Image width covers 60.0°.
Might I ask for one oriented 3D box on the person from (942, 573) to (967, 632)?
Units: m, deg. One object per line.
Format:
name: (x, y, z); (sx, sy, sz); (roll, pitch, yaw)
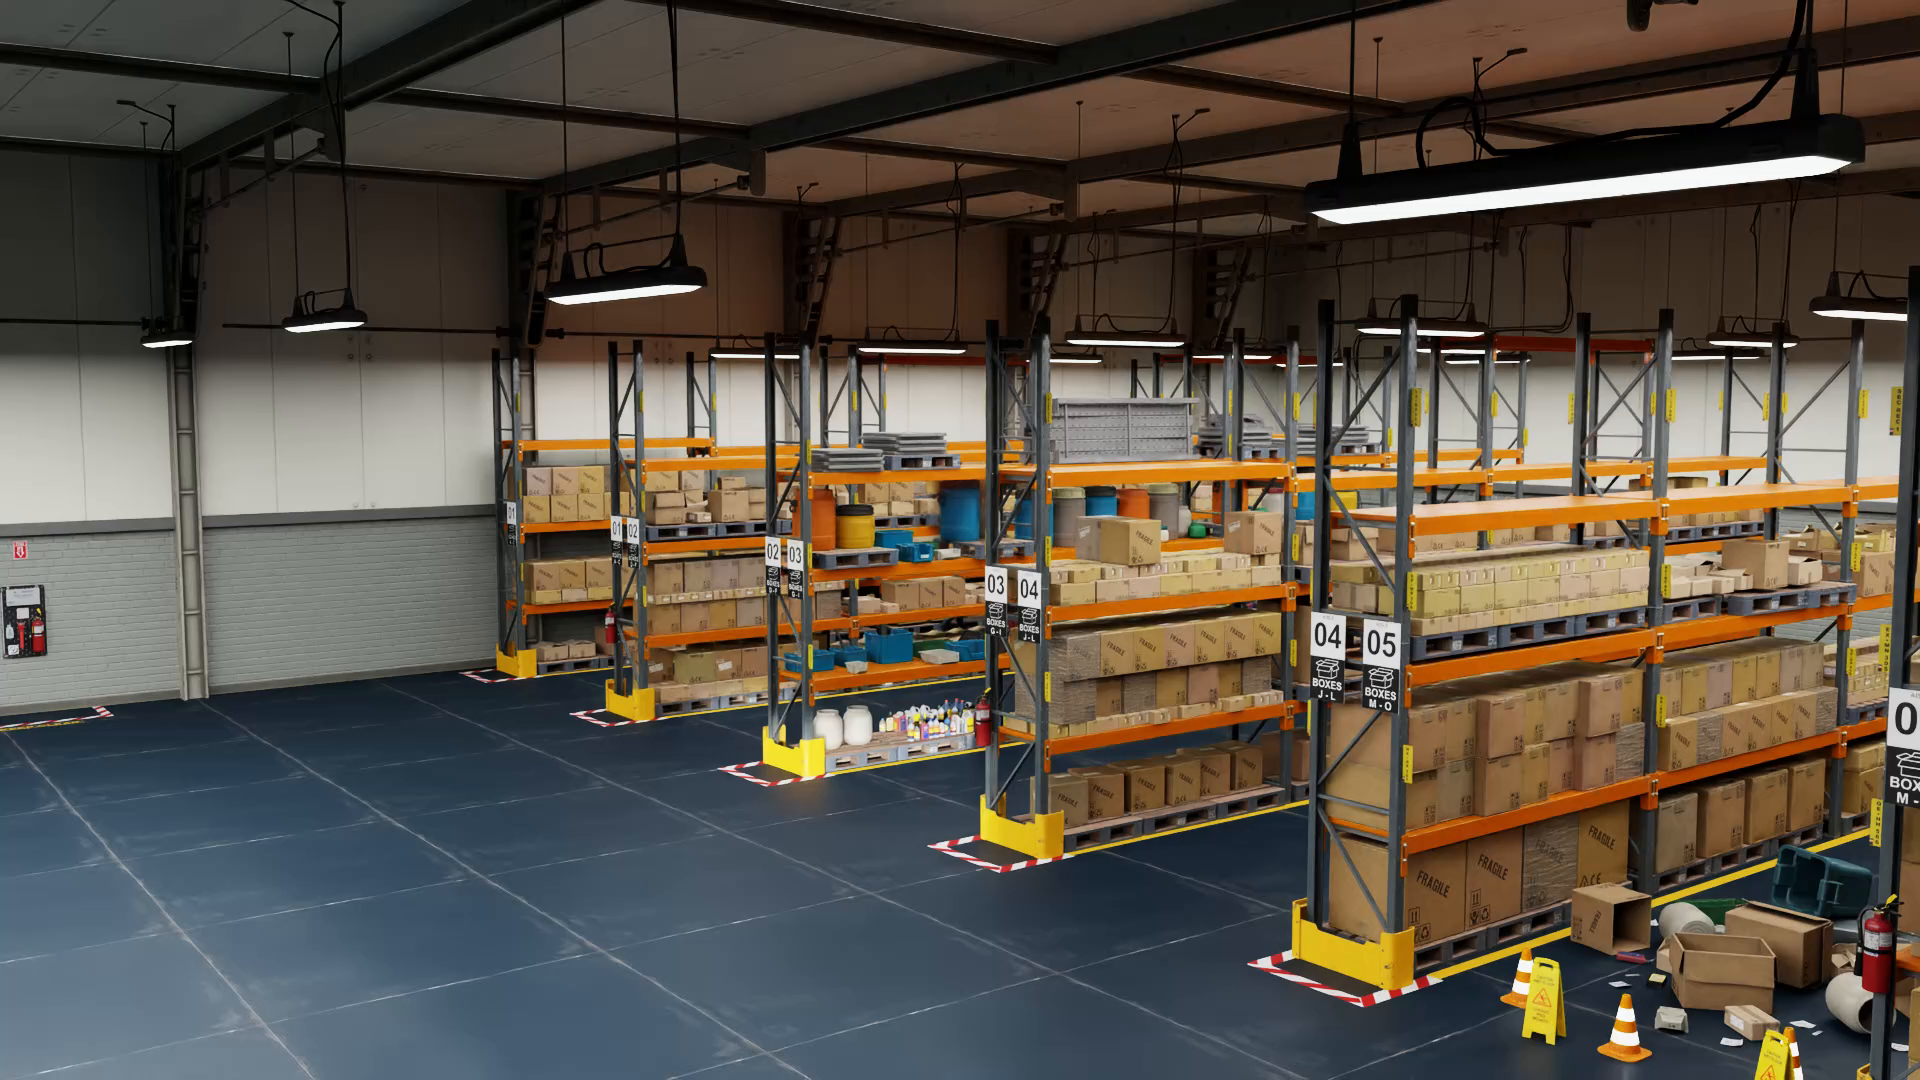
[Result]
person: (-0.128, 1.429, 33.508); (0.972, 1.539, 0.446); (-4, 6, -39)
